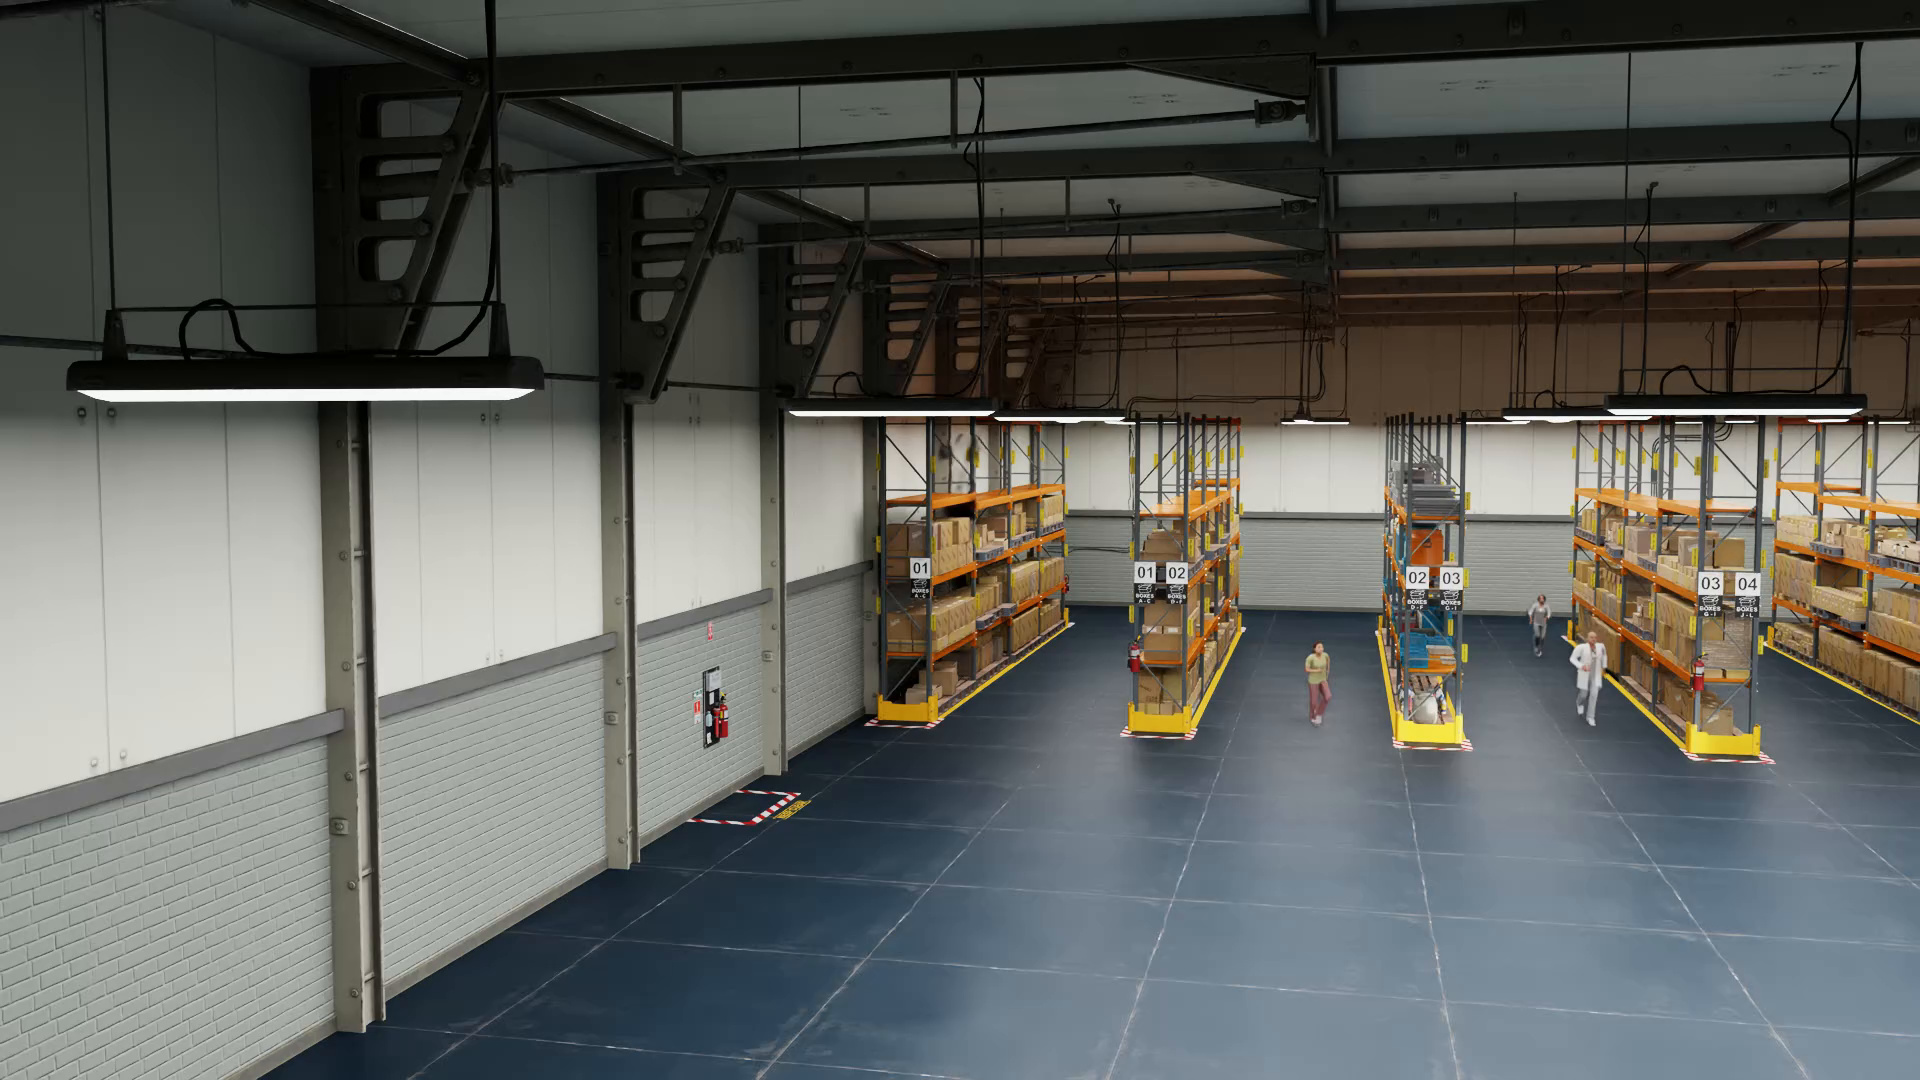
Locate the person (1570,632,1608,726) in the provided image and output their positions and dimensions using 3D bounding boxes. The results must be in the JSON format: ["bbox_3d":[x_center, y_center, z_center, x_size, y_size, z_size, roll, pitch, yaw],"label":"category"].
[{"bbox_3d":[12.233,2.661,32.345,0.734,1.759,1.073,0,4,5],"label":"person"}]

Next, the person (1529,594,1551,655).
[{"bbox_3d":[14.466,2.137,41.473,0.504,1.531,0.690,1,4,12],"label":"person"}]

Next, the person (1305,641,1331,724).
[{"bbox_3d":[6.858,2.739,31.836,0.611,1.599,0.749,-1,4,-13],"label":"person"}]
